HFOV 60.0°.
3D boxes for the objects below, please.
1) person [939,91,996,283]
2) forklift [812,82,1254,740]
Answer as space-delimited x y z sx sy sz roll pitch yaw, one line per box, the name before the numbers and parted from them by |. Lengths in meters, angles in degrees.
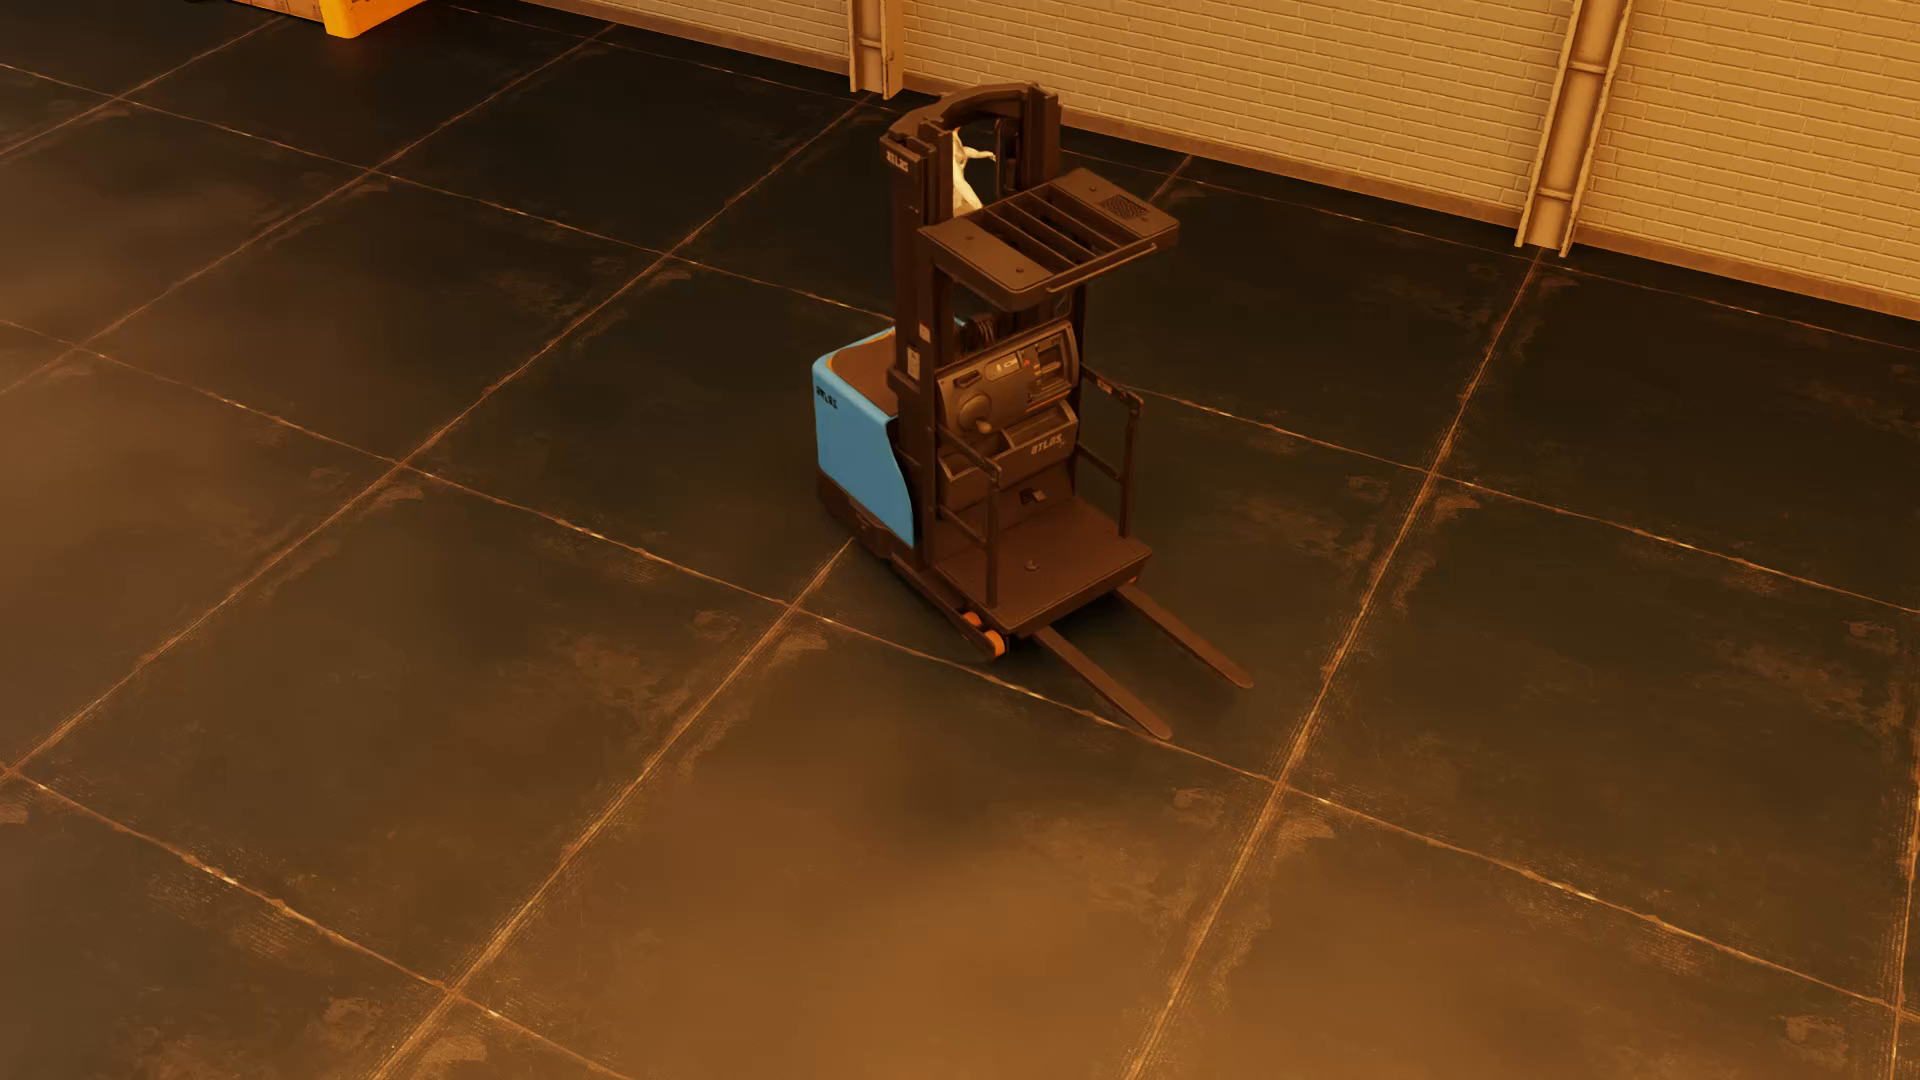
person | 0.028 -2.487 12.018 0.794 1.552 0.812 -22 45 -24
forklift | 0.402 -0.809 8.947 1.130 2.935 3.031 -27 47 -28
